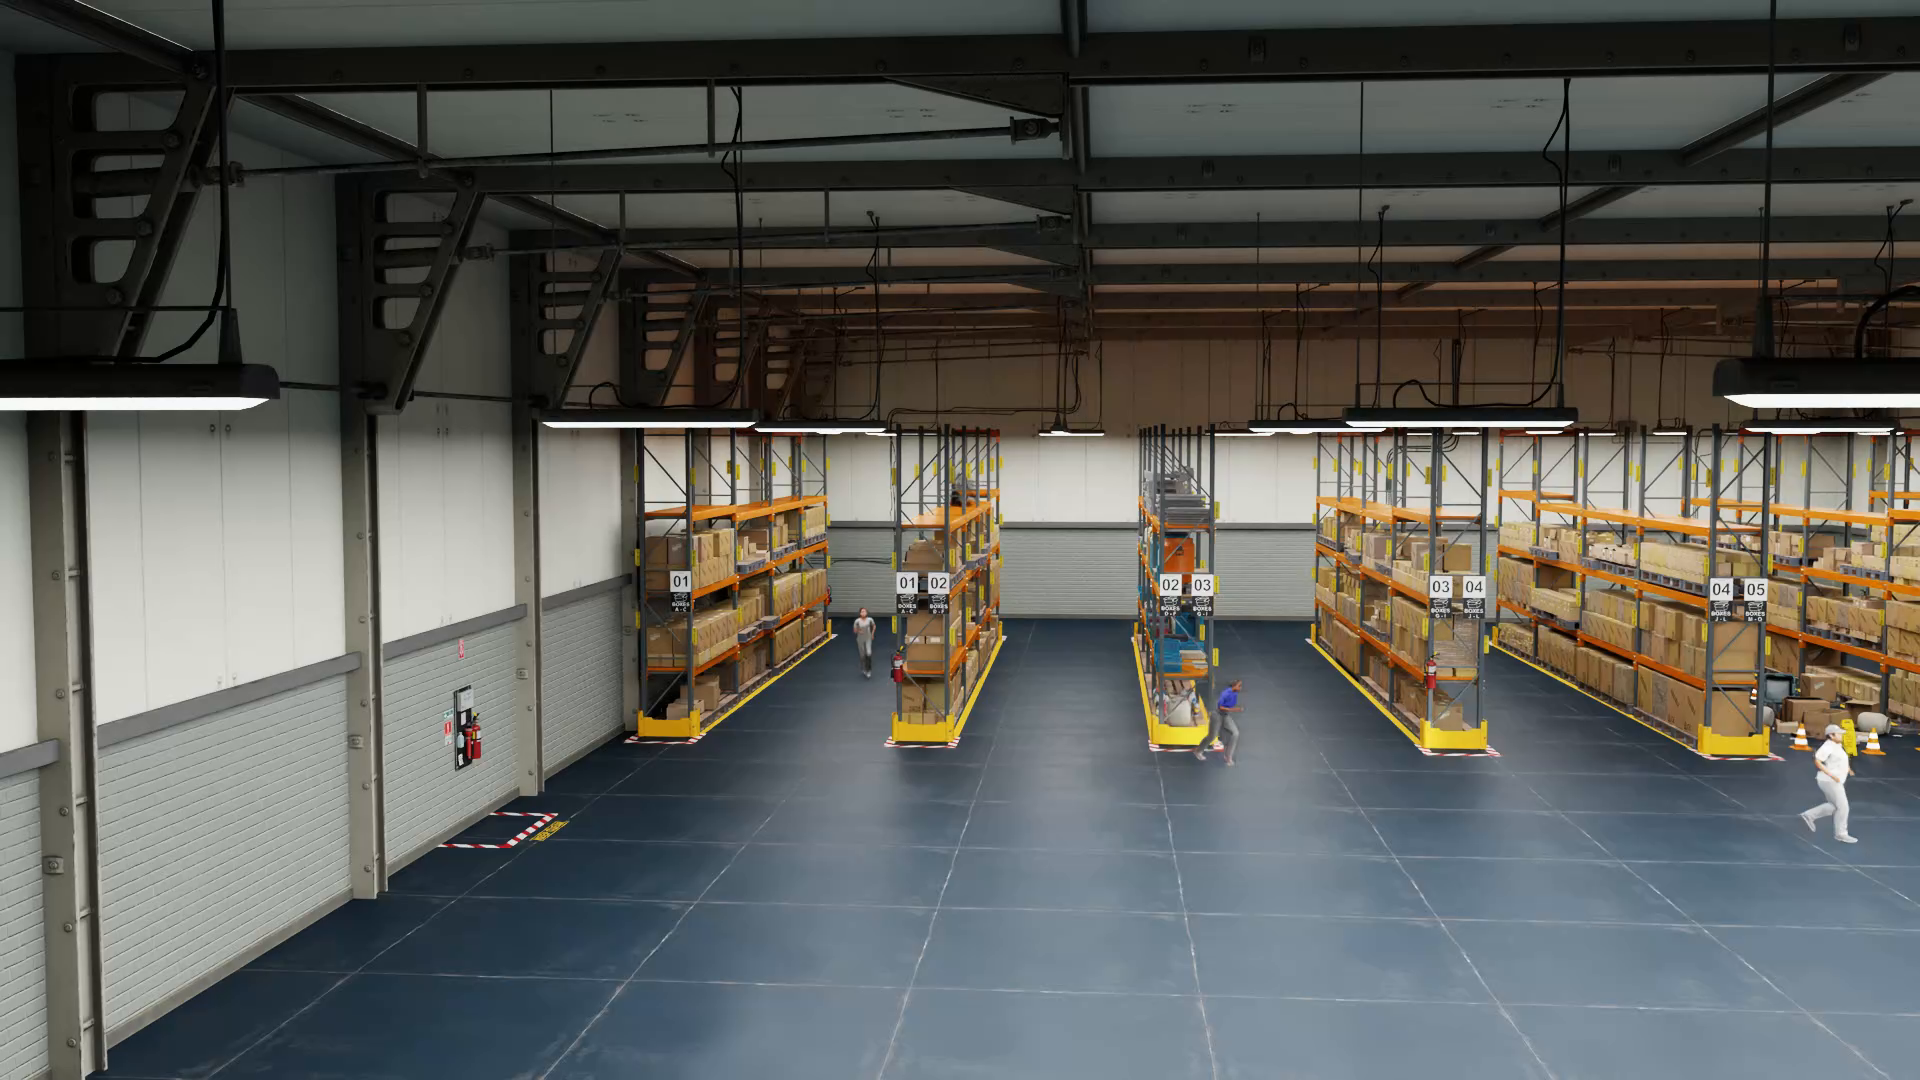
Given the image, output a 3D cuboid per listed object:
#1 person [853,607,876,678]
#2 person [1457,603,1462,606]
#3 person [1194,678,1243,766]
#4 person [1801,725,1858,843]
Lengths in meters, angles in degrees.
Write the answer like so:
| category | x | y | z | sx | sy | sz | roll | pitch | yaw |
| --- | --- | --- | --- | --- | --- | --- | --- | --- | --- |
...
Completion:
| category | x | y | z | sx | sy | sz | roll | pitch | yaw |
| --- | --- | --- | --- | --- | --- | --- | --- | --- | --- |
| person | -2.299 | 2.464 | 39.992 | 0.542 | 1.710 | 0.731 | 0 | 3 | -4 |
| person | 13.591 | 2.099 | 46.202 | 0.668 | 1.624 | 0.527 | 1 | 4 | 21 |
| person | 4.573 | 3.189 | 29.265 | 0.966 | 1.600 | 0.614 | 3 | 4 | 37 |
| person | 12.411 | 3.452 | 23.702 | 0.735 | 1.652 | 0.615 | 3 | 4 | 37 |
